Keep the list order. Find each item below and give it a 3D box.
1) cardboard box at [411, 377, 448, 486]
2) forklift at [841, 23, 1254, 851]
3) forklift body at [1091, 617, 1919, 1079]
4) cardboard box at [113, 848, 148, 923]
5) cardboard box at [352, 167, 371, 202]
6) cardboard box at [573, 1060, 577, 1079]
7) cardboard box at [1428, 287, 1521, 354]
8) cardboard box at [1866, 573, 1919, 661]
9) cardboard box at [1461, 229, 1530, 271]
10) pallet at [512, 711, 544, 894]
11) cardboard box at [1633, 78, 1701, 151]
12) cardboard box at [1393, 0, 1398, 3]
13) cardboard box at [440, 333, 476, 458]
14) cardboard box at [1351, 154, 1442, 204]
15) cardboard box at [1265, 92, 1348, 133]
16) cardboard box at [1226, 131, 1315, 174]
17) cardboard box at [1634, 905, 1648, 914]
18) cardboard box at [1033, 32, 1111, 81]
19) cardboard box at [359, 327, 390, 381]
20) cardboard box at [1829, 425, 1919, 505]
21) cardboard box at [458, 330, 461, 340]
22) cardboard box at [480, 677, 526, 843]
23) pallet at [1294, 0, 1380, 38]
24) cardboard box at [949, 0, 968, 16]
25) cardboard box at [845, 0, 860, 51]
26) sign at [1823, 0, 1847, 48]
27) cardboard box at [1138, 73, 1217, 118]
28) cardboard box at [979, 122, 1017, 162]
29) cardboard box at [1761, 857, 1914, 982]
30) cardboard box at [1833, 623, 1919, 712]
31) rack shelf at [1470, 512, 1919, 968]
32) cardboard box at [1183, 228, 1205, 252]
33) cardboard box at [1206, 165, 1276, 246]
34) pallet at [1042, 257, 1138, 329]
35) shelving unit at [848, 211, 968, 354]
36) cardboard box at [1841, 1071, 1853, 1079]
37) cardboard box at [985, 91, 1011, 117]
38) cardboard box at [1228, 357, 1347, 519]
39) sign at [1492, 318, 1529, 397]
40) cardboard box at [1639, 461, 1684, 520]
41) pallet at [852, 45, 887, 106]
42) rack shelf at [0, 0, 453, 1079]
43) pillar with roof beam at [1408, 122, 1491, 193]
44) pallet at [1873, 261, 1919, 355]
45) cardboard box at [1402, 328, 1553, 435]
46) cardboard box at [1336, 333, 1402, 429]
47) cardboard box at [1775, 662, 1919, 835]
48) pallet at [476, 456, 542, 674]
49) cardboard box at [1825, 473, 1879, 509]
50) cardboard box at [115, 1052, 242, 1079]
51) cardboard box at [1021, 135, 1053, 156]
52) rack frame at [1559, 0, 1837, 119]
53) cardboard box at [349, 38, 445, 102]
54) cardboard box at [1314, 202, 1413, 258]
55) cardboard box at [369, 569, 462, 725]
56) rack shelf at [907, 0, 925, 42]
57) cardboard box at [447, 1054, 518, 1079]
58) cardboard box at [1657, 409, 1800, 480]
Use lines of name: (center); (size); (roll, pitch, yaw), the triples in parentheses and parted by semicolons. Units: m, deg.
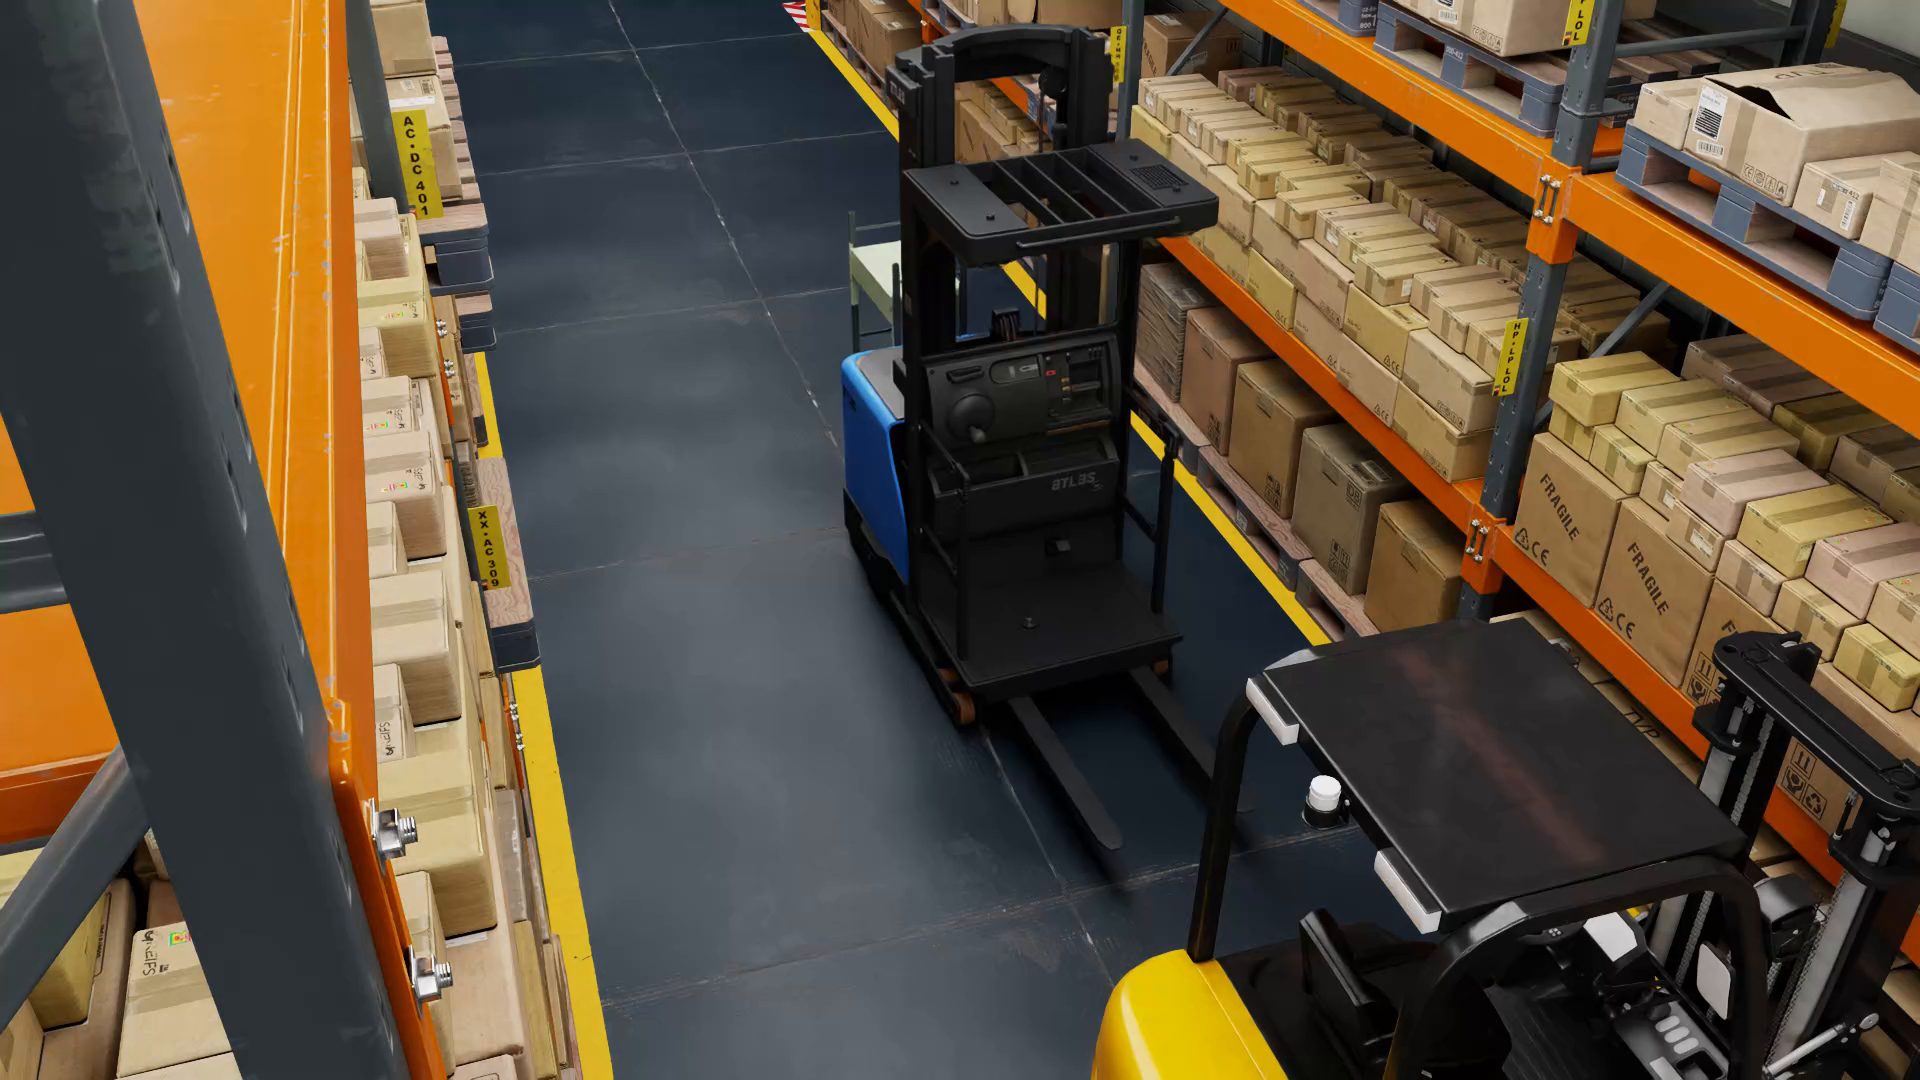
cardboard box: (-1.391, -0.107, 3.655); (0.500, 0.250, 0.500); (-11, 35, -16)
forklift: (0.375, -0.620, 7.349); (1.130, 2.935, 3.031); (-12, 35, -18)
forklift body: (1.551, 1.413, 4.980); (2.313, 2.155, 1.214); (-10, 35, -15)
cardboard box: (-1.587, 0.513, 2.718); (0.500, 0.250, 0.500); (-9, 35, -13)
cardboard box: (-1.774, -0.865, 4.441); (0.380, 0.149, 0.250); (-9, 35, -14)
cardboard box: (-1.471, 2.000, 5.436); (0.500, 0.250, 0.500); (-11, 35, -16)
cardboard box: (2.235, -0.939, 7.090); (0.380, 0.149, 0.250); (-11, 35, -15)
cardboard box: (3.023, 0.220, 5.067); (0.380, 0.149, 0.250); (-10, 35, -15)
cardboard box: (2.539, -1.297, 7.632); (0.380, 0.149, 0.250); (-10, 35, -15)
pallet: (-2.318, 1.240, 7.002); (1.003, 0.211, 1.213); (-10, 35, -15)
cardboard box: (2.495, -1.429, 5.547); (0.380, 0.149, 0.250); (-9, 35, -14)
cardboard box: (1.960, -2.525, 7.059); (0.500, 0.311, 0.500); (-11, 35, -16)
cardboard box: (-2.102, -0.414, 6.233); (0.500, 0.500, 0.500); (-10, 35, -15)
cardboard box: (2.206, -1.825, 8.431); (0.380, 0.149, 0.250); (-9, 35, -13)
cardboard box: (1.926, -2.363, 9.245); (0.380, 0.149, 0.250); (-10, 35, -15)
cardboard box: (1.626, -2.015, 8.719); (0.380, 0.149, 0.250); (-10, 35, -14)
cardboard box: (2.820, 1.461, 6.251); (0.500, 0.250, 0.500); (-9, 35, -14)
cardboard box: (0.797, -3.064, 10.741); (0.500, 0.250, 0.500); (-12, 35, -17)
cardboard box: (-1.442, -0.321, 3.618); (0.380, 0.149, 0.250); (-11, 35, -16)
cardboard box: (3.299, -0.275, 5.816); (0.380, 0.149, 0.250); (-11, 35, -16)
cardboard box: (-2.538, -1.024, 7.746); (0.380, 0.149, 0.250); (-9, 35, -14)
cardboard box: (-1.543, 0.779, 4.809); (0.500, 0.500, 0.500); (-9, 34, -13)
pallet: (2.063, -2.697, 7.880); (1.003, 0.211, 1.213); (-8, 34, -13)
cardboard box: (0.299, -4.206, 12.242); (0.700, 0.500, 0.500); (-10, 35, -14)
cardboard box: (-0.693, -4.992, 15.790); (0.700, 0.500, 0.500); (-9, 34, -13)
sign: (3.175, -1.946, 6.033); (0.100, 0.325, 0.005); (-10, 35, -15)
cardboard box: (1.244, -2.548, 9.525); (0.380, 0.149, 0.250); (-9, 35, -13)
cardboard box: (0.460, -2.852, 12.551); (0.500, 0.500, 0.500); (-11, 35, -16)
cardboard box: (2.958, 1.316, 5.563); (0.500, 0.250, 0.500); (-11, 35, -16)
cardboard box: (2.946, 0.362, 5.121); (0.380, 0.149, 0.250); (-11, 35, -16)
rack shelf: (3.257, 0.998, 5.491); (1.077, 0.370, 4.000); (-10, 35, -15)
cardboard box: (1.478, -1.851, 9.285); (0.500, 0.250, 0.500); (-11, 35, -16)
cardboard box: (1.624, -1.783, 8.730); (0.500, 0.250, 0.500); (-11, 35, -16)
pallet: (1.235, -1.687, 11.431); (1.003, 0.211, 1.213); (-10, 35, -15)
shelving unit: (-0.289, -1.006, 9.231); (0.431, 1.500, 0.755); (-12, 35, -18)
cardboard box: (3.101, 1.776, 5.321); (0.500, 0.250, 0.500); (-11, 35, -16)
cardboard box: (0.407, -3.315, 12.664); (0.380, 0.149, 0.250); (-11, 35, -16)
cardboard box: (2.017, -0.612, 9.047); (0.875, 0.625, 0.625); (-11, 35, -17)
sign: (2.133, -0.706, 6.438); (0.100, 0.325, 0.005); (-10, 35, -15)
cardboard box: (2.680, -0.185, 5.949); (0.380, 0.149, 0.250); (-10, 35, -15)
pallet: (-0.378, -4.391, 15.524); (1.003, 0.211, 1.213); (-10, 35, -15)
rack shelf: (-1.469, -0.667, 2.571); (1.077, 0.370, 4.000); (-10, 35, -15)
pillar with roof beam: (-1.417, -3.698, 6.504); (9.100, 9.000, 0.400); (-10, 35, -15)
pallet: (3.300, -0.484, 4.440); (1.003, 0.211, 1.213); (-10, 35, -15)
cardboard box: (2.254, -0.713, 7.110); (0.500, 0.250, 0.500); (-11, 35, -16)
cardboard box: (2.086, -0.773, 7.655); (0.500, 0.250, 0.500); (-10, 35, -15)
cardboard box: (2.997, 0.687, 5.218); (0.500, 0.500, 0.500); (-10, 35, -14)
pallet: (-2.174, 0.139, 6.312); (1.003, 0.211, 1.213); (-10, 35, -15)
cardboard box: (3.288, -0.143, 5.886); (0.380, 0.149, 0.250); (-10, 35, -14)
cardboard box: (-0.865, 0.755, 1.990); (0.380, 0.149, 0.250); (-10, 35, -15)
cardboard box: (0.657, -2.773, 11.843); (0.380, 0.149, 0.250); (-12, 35, -17)
rack frame: (2.647, -2.855, 5.227); (1.000, 3.000, 0.127); (-10, 35, -15)
cardboard box: (-2.031, -1.520, 5.683); (0.500, 0.250, 0.500); (-10, 35, -15)
cardboard box: (1.913, -1.472, 7.898); (0.380, 0.149, 0.250); (-10, 35, -14)
cardboard box: (-1.057, 0.204, 2.824); (0.380, 0.149, 0.250); (-9, 35, -13)
rack shelf: (-0.403, -5.302, 15.025); (1.077, 0.370, 4.000); (-10, 35, -15)
cardboard box: (-0.758, 0.963, 2.037); (0.500, 0.250, 0.500); (-11, 35, -16)
cardboard box: (2.714, -0.317, 5.879); (0.380, 0.149, 0.250); (-11, 35, -16)
